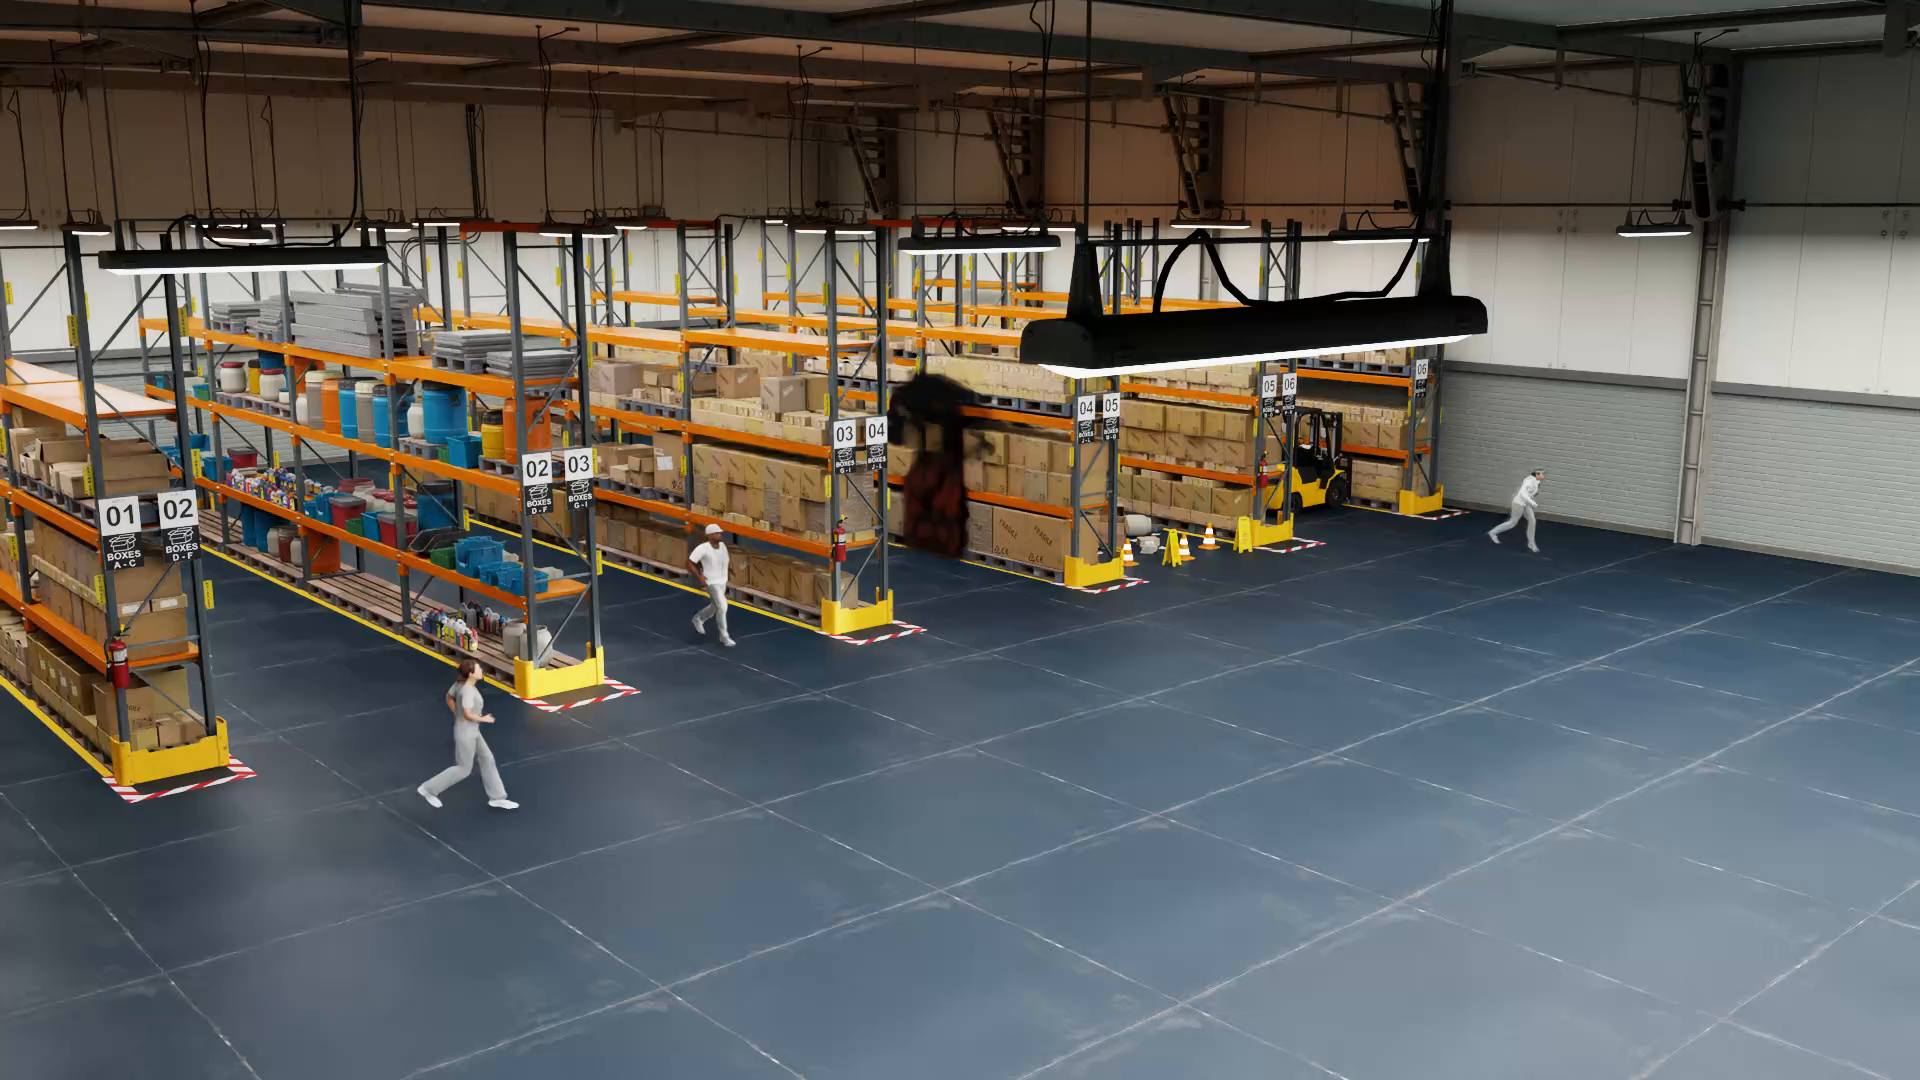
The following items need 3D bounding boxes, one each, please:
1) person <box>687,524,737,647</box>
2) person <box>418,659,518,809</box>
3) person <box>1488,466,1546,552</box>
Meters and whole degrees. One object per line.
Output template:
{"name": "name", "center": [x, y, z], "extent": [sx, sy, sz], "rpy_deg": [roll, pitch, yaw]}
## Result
{"name": "person", "center": [-3.622, 0.633, 24.317], "extent": [0.887, 1.781, 0.704], "rpy_deg": [6, 13, 29]}
{"name": "person", "center": [-5.199, 2.063, 17.455], "extent": [1.001, 1.665, 0.587], "rpy_deg": [-4, 12, -21]}
{"name": "person", "center": [10.373, -0.600, 30.921], "extent": [0.945, 1.627, 0.654], "rpy_deg": [6, 13, 29]}
